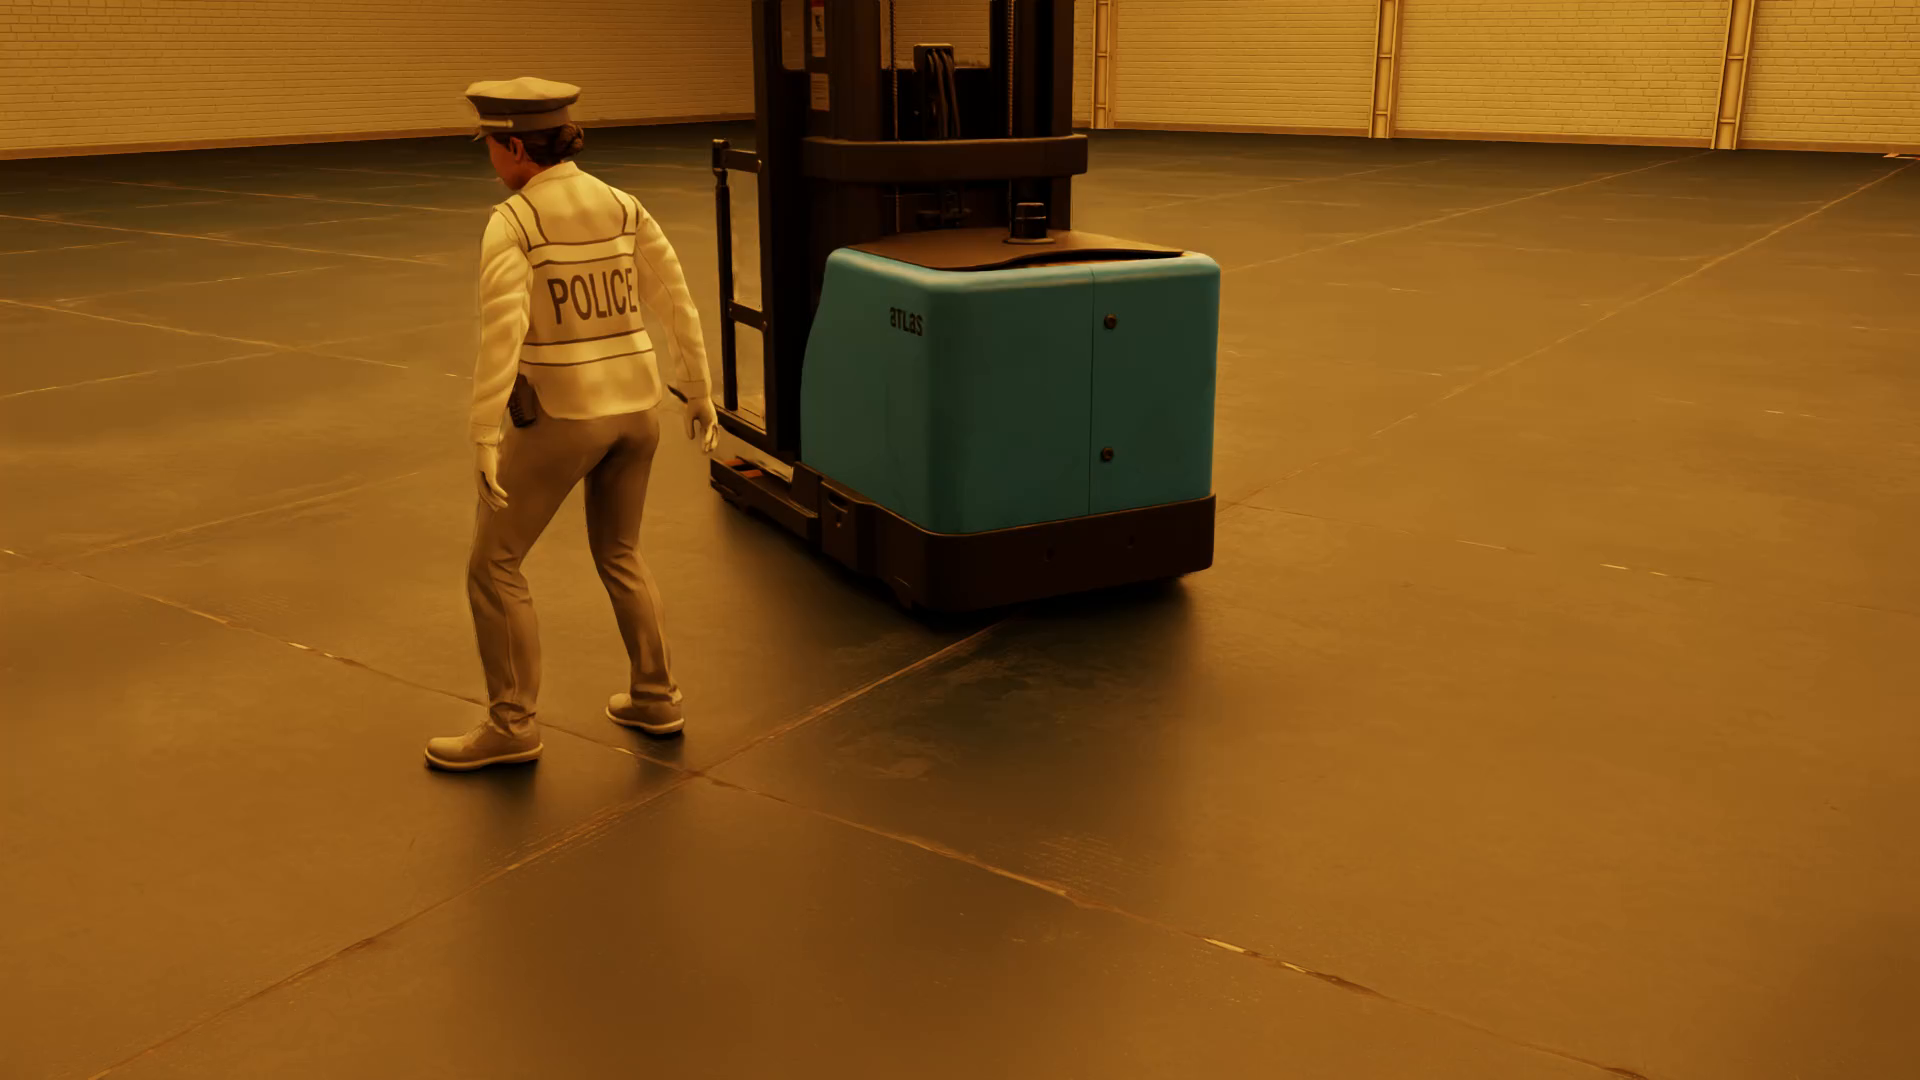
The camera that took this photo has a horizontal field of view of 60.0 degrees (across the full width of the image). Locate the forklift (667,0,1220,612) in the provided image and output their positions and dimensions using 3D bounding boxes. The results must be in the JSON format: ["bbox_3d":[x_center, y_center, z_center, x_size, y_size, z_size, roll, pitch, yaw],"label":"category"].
[{"bbox_3d":[-0.315,-1.560,6.050,1.130,2.935,3.031,-9,19,-27],"label":"forklift"}]

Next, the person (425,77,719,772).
[{"bbox_3d":[-0.956,-0.279,4.058,0.396,1.634,0.792,14,21,38],"label":"person"}]
